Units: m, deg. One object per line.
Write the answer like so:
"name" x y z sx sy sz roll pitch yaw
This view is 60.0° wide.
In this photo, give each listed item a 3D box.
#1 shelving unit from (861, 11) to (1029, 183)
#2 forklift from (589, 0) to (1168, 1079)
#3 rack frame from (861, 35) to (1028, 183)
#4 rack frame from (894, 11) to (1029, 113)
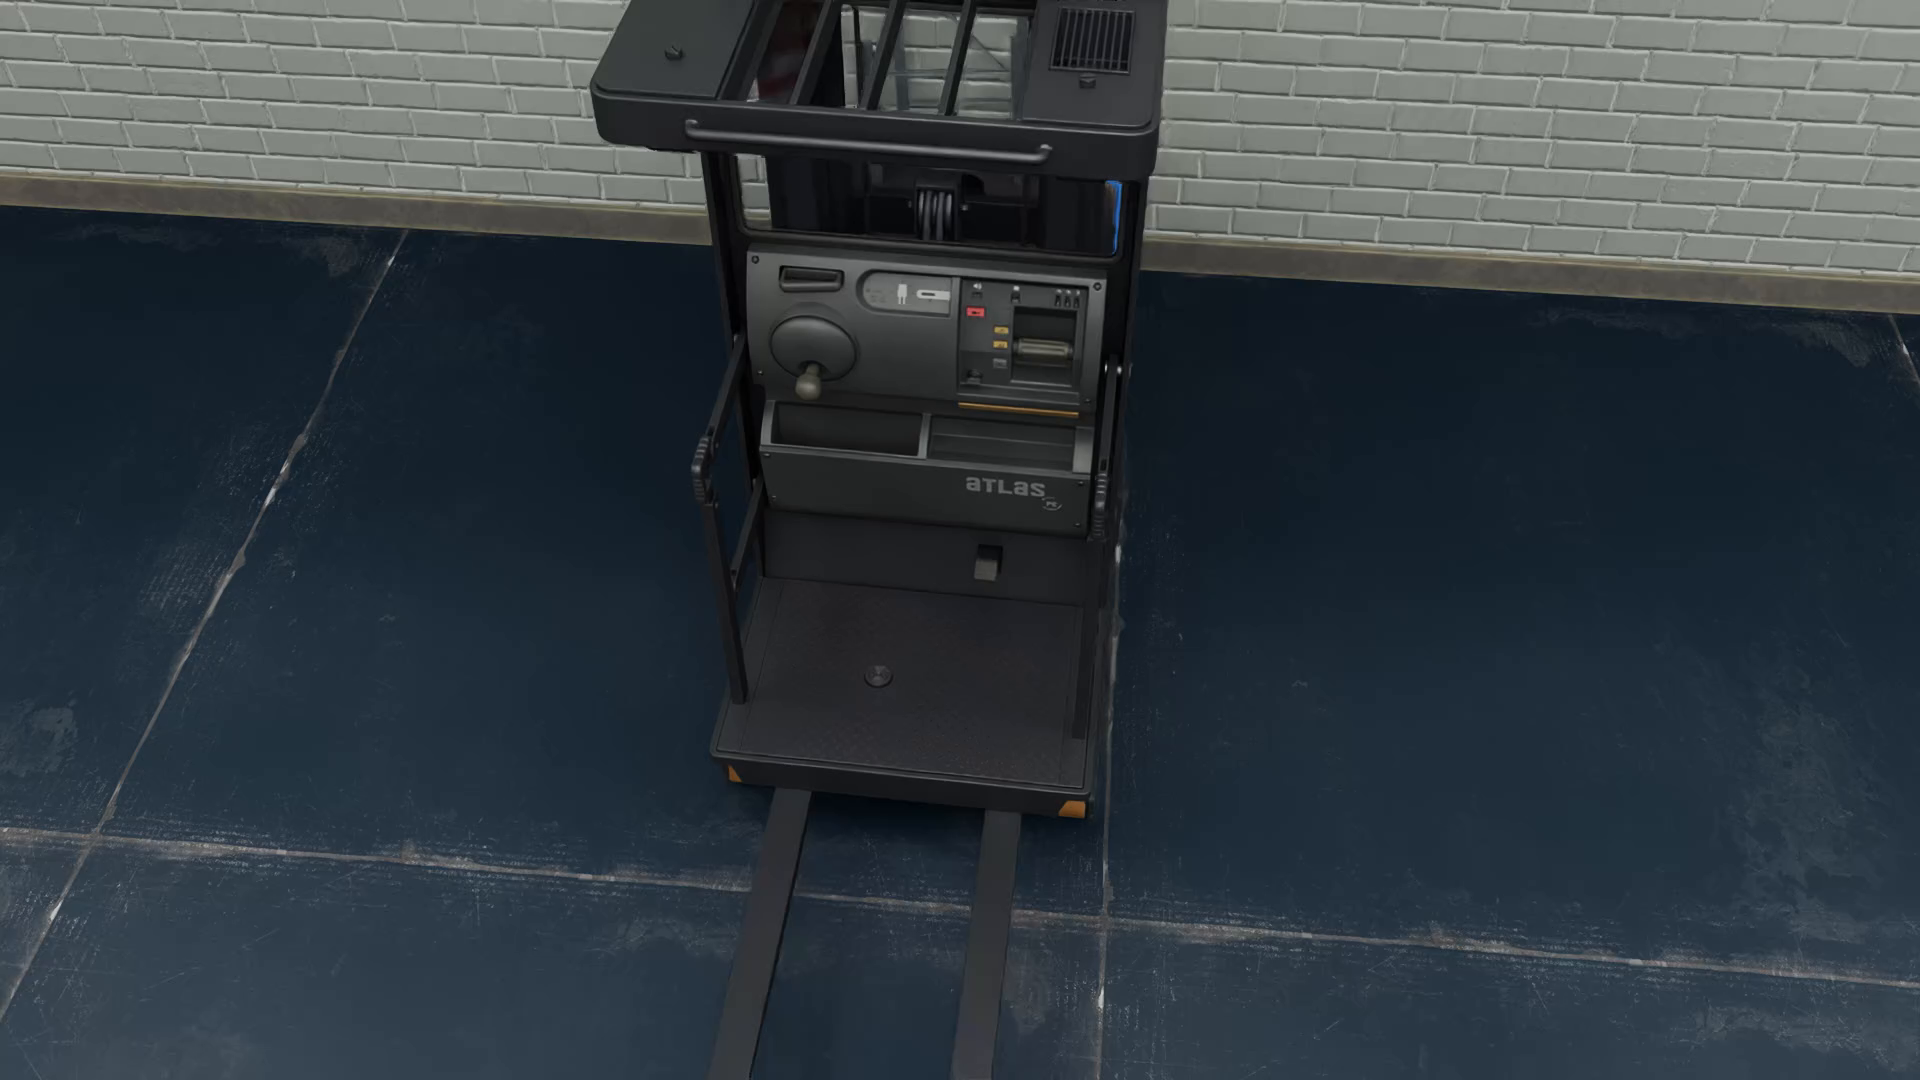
"shelving unit" -0.004 -1.304 5.874 0.587 1.500 1.083 0 43 3
"forklift" -0.117 -0.438 4.164 1.130 2.935 3.031 5 48 5
"rack frame" -0.023 -0.953 5.495 0.500 1.500 0.032 0 43 3
"rack frame" 0.015 -1.643 6.240 0.500 1.500 0.032 0 43 3
